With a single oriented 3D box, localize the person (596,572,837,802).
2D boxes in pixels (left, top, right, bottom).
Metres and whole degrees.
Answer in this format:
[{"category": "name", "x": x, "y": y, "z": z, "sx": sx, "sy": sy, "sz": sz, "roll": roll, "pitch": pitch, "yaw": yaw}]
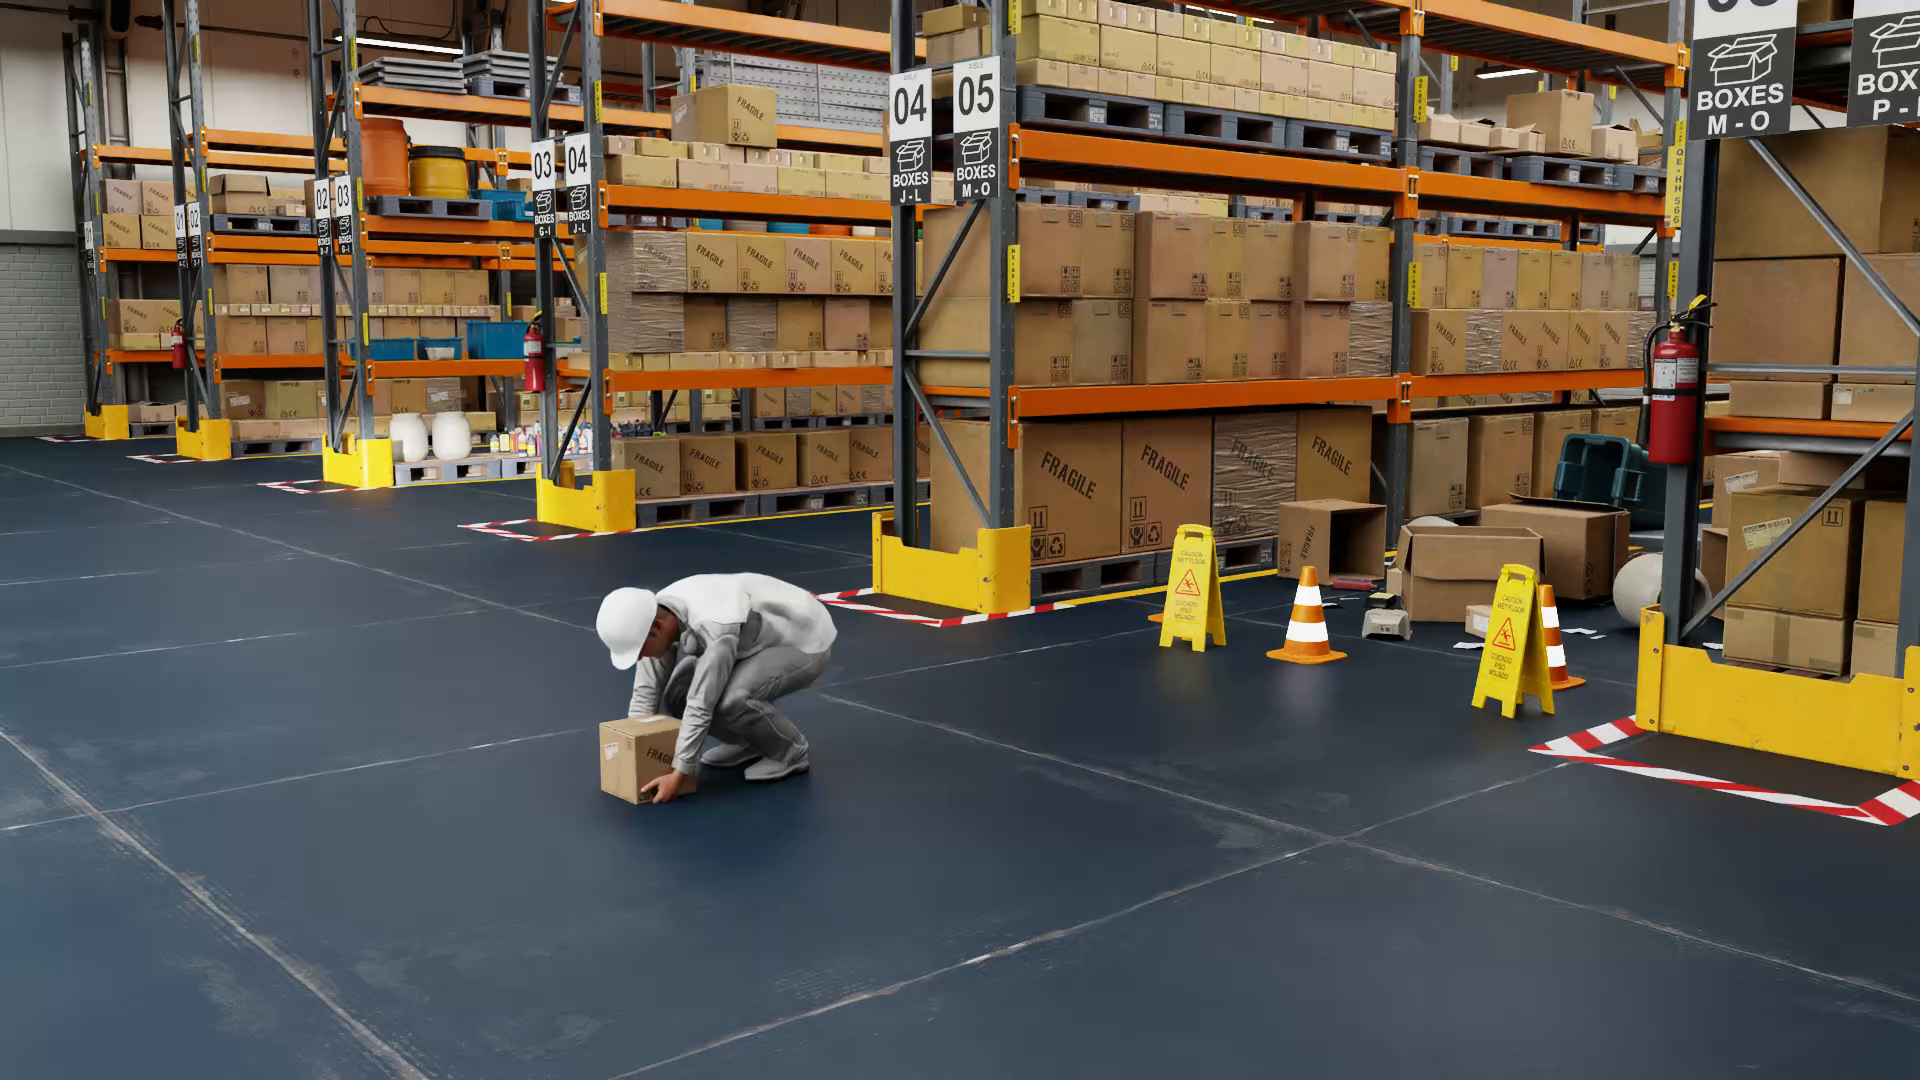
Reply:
[{"category": "person", "x": -0.910, "y": 0.520, "z": 6.164, "sx": 0.986, "sy": 0.790, "sz": 0.508, "roll": -7, "pitch": 10, "yaw": -42}]
